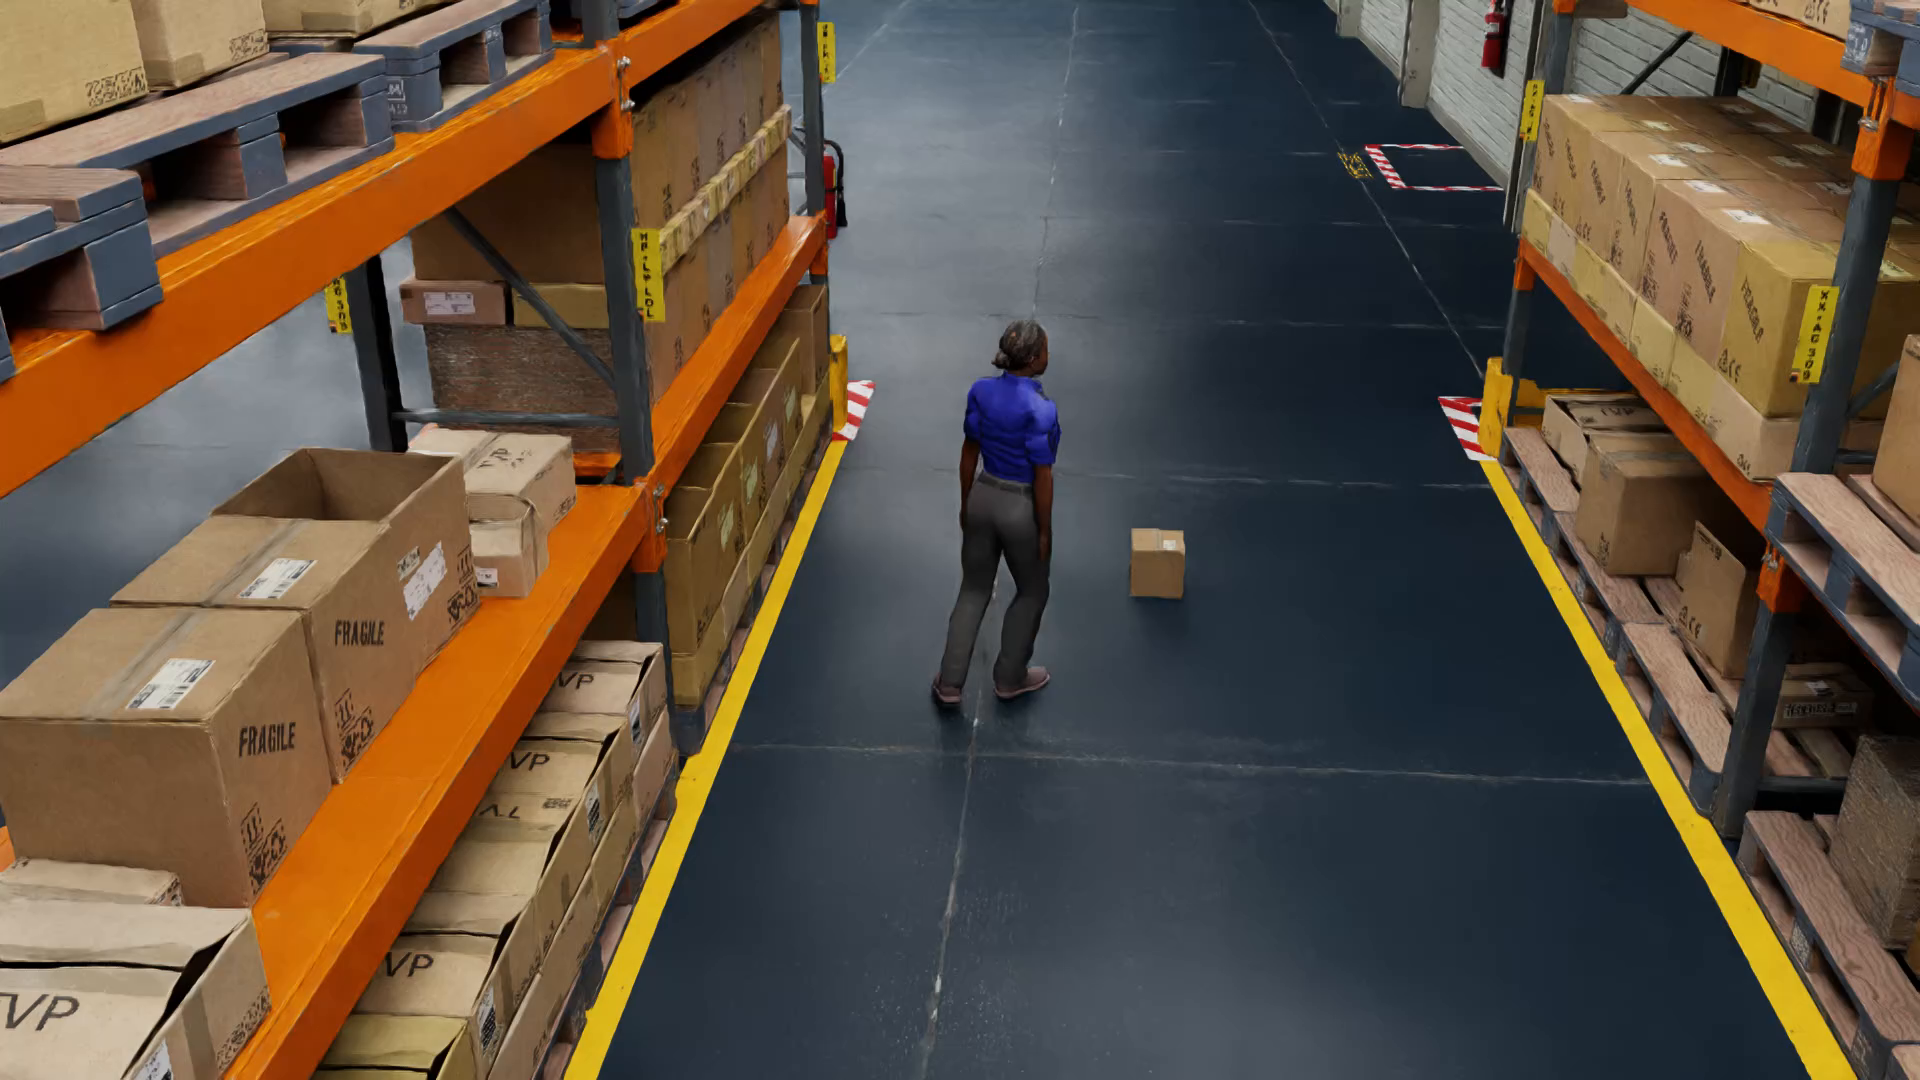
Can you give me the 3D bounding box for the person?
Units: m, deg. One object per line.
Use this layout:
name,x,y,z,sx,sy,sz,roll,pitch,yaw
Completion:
person,0.147,-0.085,6.800,0.499,1.648,0.537,18,30,33
